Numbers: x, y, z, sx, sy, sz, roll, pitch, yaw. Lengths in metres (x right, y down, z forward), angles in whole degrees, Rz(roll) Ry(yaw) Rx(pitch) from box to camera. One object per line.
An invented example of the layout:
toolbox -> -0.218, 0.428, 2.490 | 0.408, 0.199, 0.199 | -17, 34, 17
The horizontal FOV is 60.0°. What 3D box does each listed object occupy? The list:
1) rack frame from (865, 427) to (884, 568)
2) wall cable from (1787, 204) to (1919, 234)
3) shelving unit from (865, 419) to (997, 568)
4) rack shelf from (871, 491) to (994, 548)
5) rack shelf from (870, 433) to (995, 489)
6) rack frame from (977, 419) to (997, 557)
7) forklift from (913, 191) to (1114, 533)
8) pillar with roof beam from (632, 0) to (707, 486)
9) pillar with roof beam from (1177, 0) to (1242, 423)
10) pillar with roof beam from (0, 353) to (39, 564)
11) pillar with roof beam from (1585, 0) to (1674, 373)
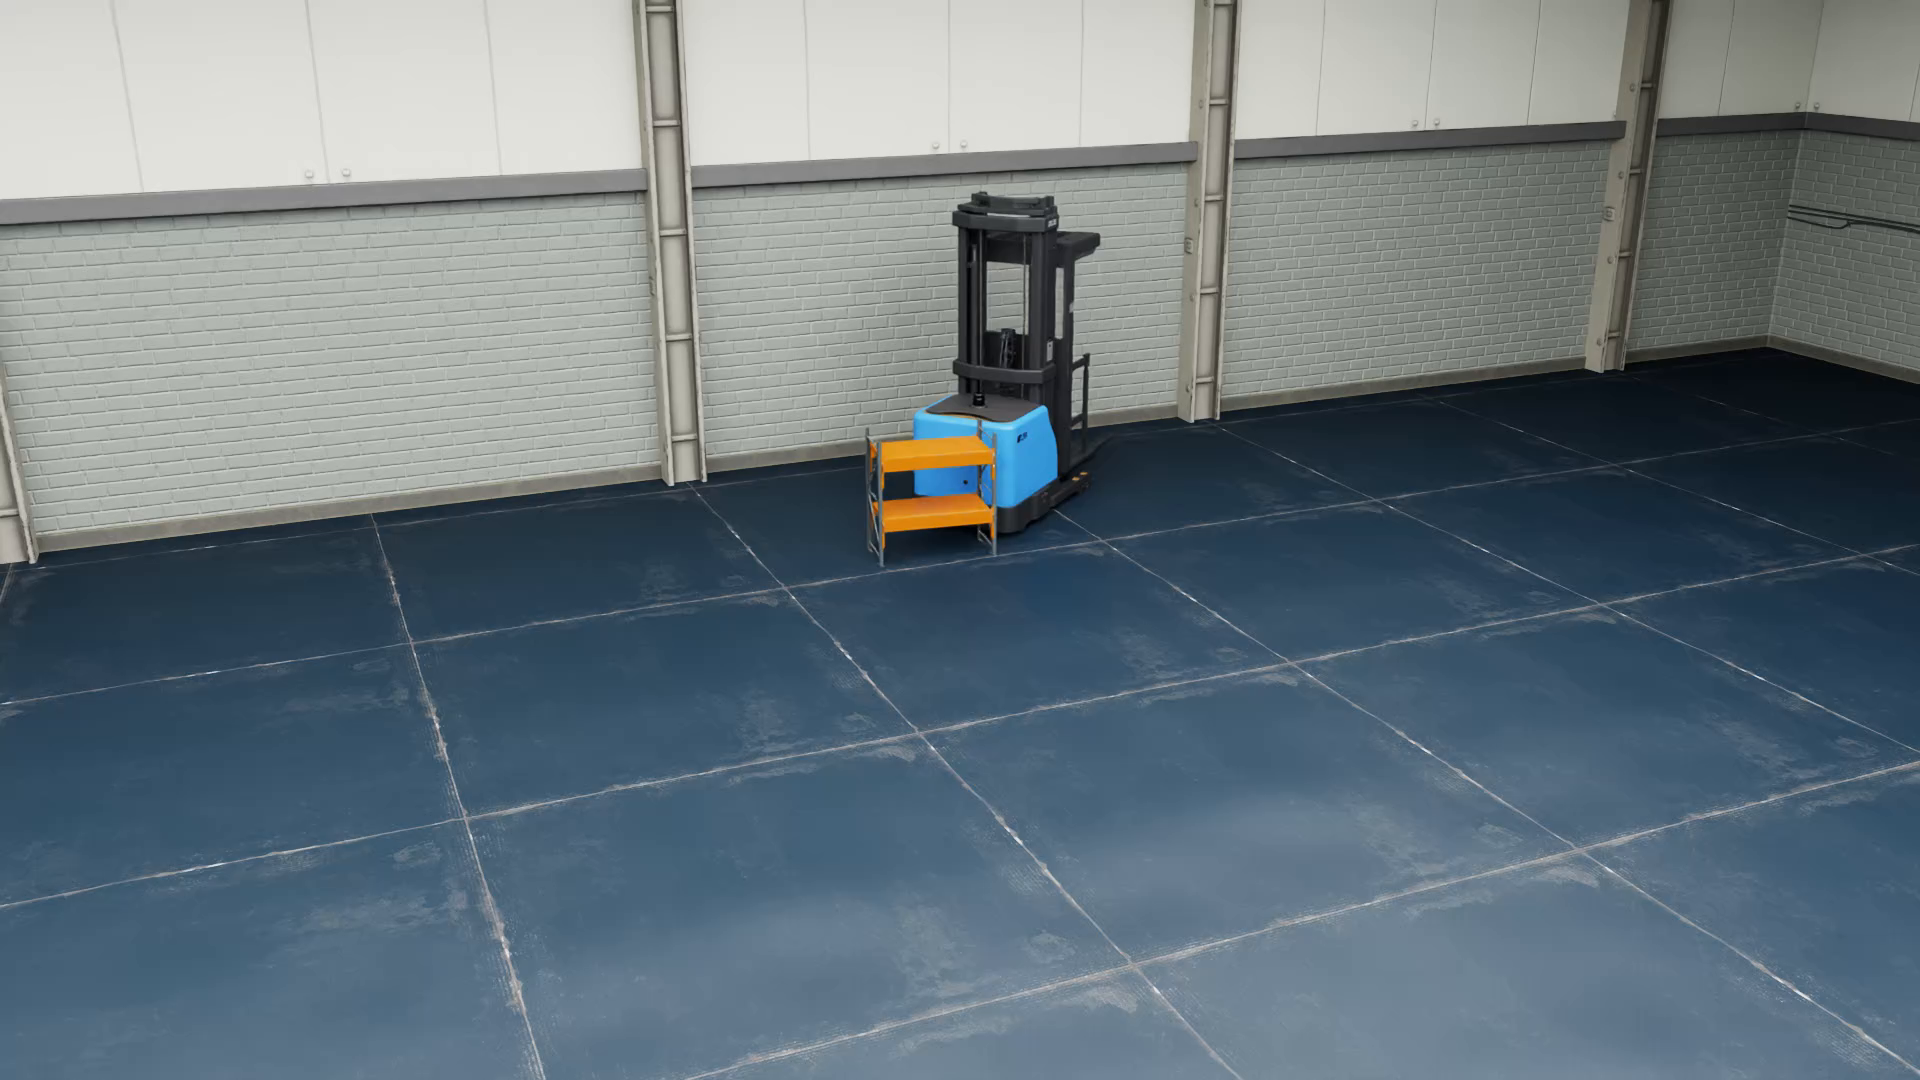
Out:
rack frame -> -0.742, -0.372, 14.417 | 0.032, 1.125, 0.500 | -5, 20, -15
wall cable -> 11.463, -4.955, 20.254 | 0.112, 2.526, 3.097 | -8, 21, -22
shelving unit -> -0.253, -0.418, 14.547 | 1.048, 1.125, 0.538 | -5, 20, -15
rack shelf -> -0.253, -0.187, 14.629 | 1.000, 0.278, 0.538 | -5, 20, -15
rack shelf -> -0.253, -0.694, 14.450 | 1.000, 0.278, 0.538 | -5, 20, -15
rack frame -> 0.236, -0.463, 14.678 | 0.032, 1.125, 0.500 | -5, 20, -15
forklift -> 0.663, -1.893, 16.017 | 1.130, 2.935, 3.031 | 9, 21, 25
pillar with roof beam -> -1.079, -3.544, 11.571 | 0.400, 9.000, 9.100 | -8, 21, -22
pillar with roof beam -> 4.430, -4.333, 13.813 | 0.400, 9.000, 9.100 | -8, 21, -22
pillar with roof beam -> -6.588, -2.755, 9.329 | 0.400, 9.000, 9.100 | -8, 21, -22
pillar with roof beam -> 9.940, -5.123, 16.054 | 0.400, 9.000, 9.100 | -8, 21, -22
